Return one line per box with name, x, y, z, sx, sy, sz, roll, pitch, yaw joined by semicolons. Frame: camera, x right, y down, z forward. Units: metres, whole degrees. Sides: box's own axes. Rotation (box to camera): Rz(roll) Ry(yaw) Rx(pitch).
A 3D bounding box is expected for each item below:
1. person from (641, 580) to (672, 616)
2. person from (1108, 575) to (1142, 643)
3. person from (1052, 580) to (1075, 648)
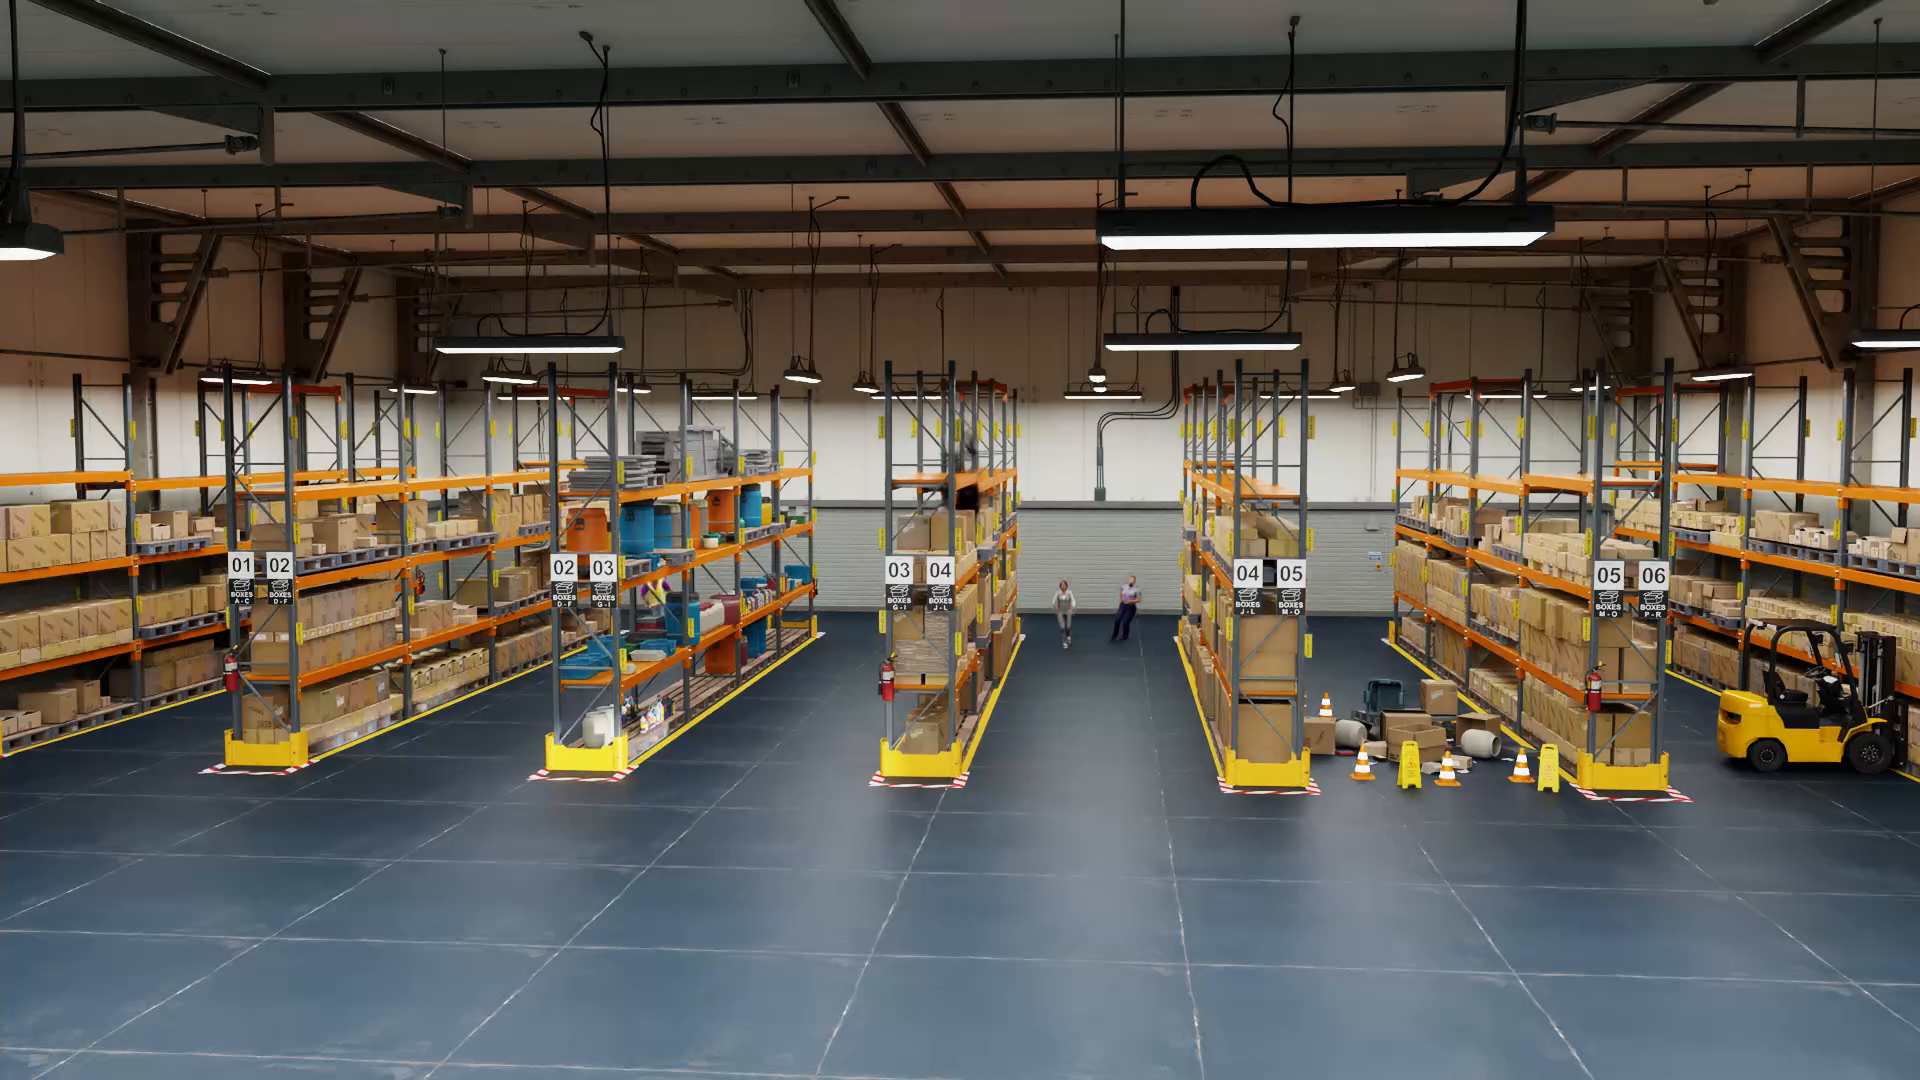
person;-7.236;1.551;39.679;0.736;1.711;0.642;-1;4;-9
person;3.925;1.632;39.307;0.763;1.610;0.615;2;4;24
person;2.384;1.706;38.372;0.546;1.568;0.544;0;4;4
